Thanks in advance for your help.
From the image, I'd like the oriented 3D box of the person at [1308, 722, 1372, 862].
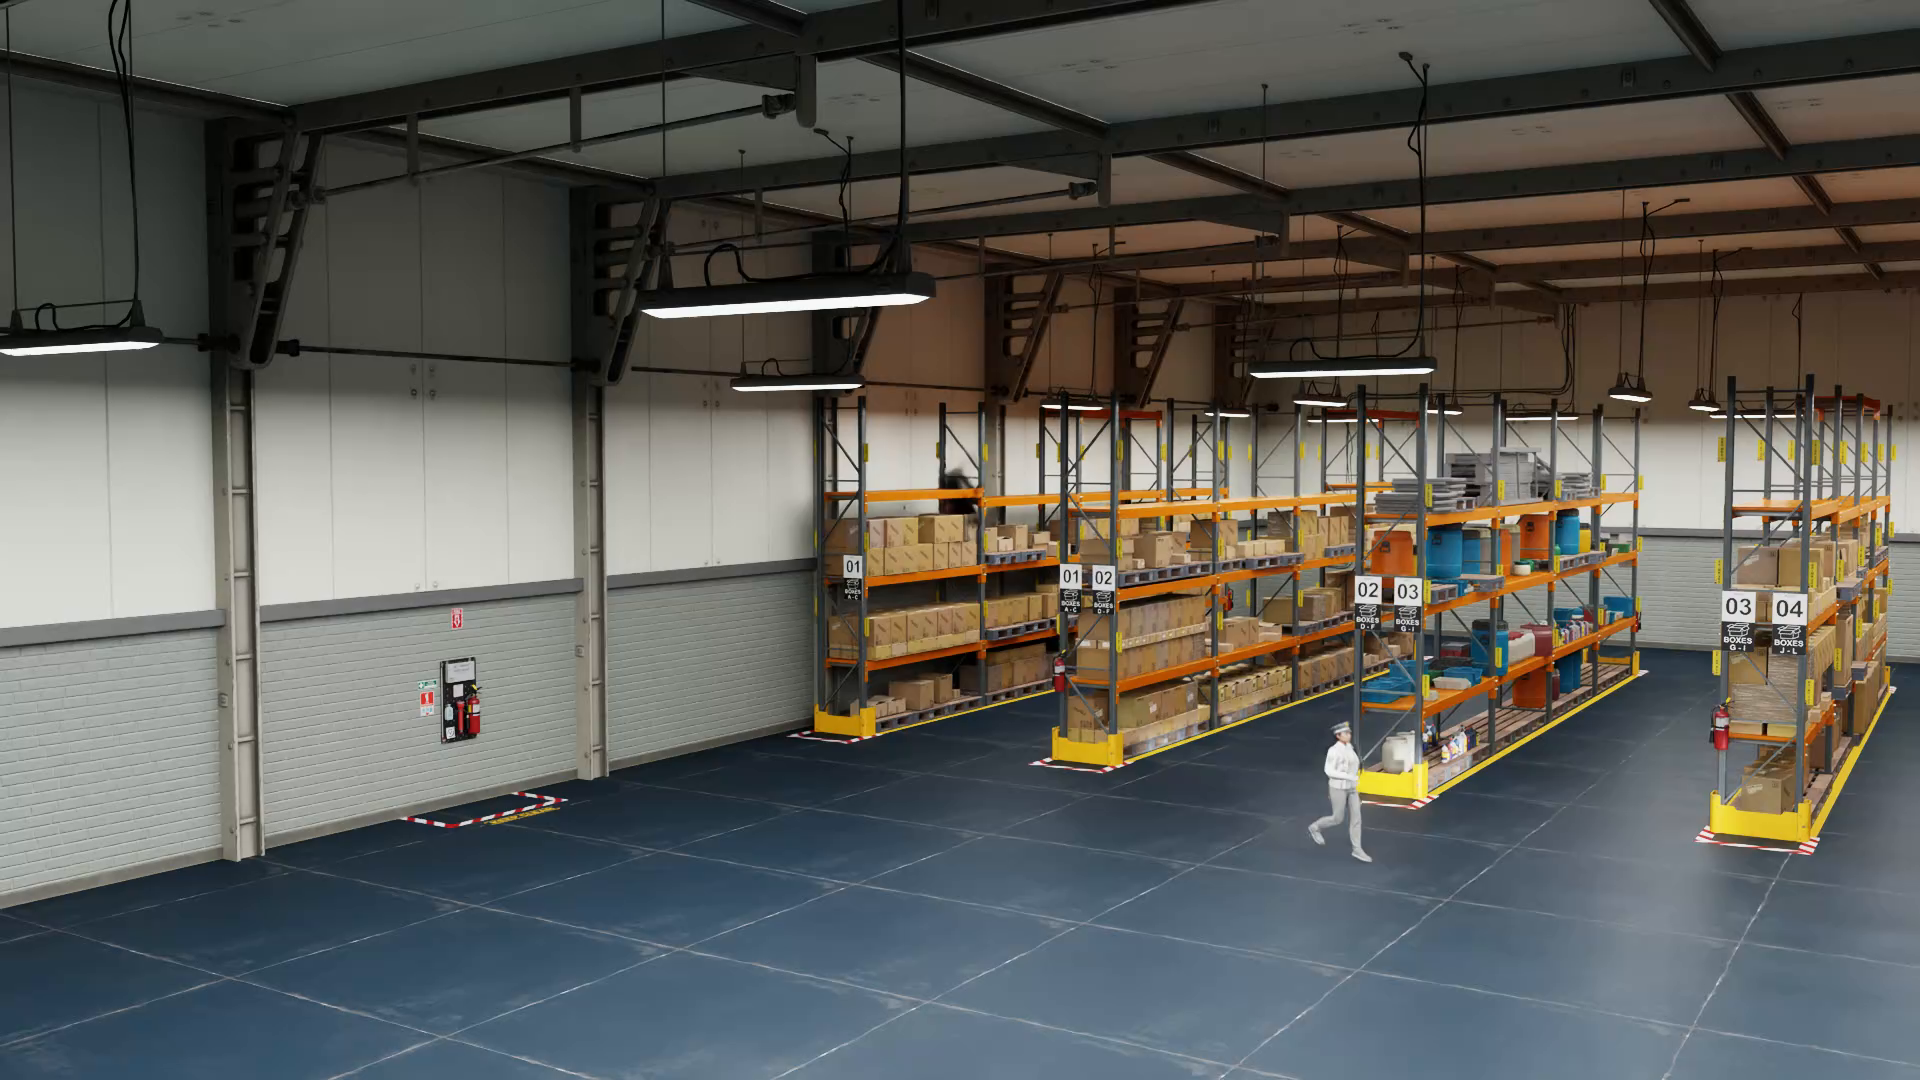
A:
[{"bbox_3d":[4.719,3.075,20.542,0.616,1.687,0.901,-2,4,-40],"label":"person"}]
